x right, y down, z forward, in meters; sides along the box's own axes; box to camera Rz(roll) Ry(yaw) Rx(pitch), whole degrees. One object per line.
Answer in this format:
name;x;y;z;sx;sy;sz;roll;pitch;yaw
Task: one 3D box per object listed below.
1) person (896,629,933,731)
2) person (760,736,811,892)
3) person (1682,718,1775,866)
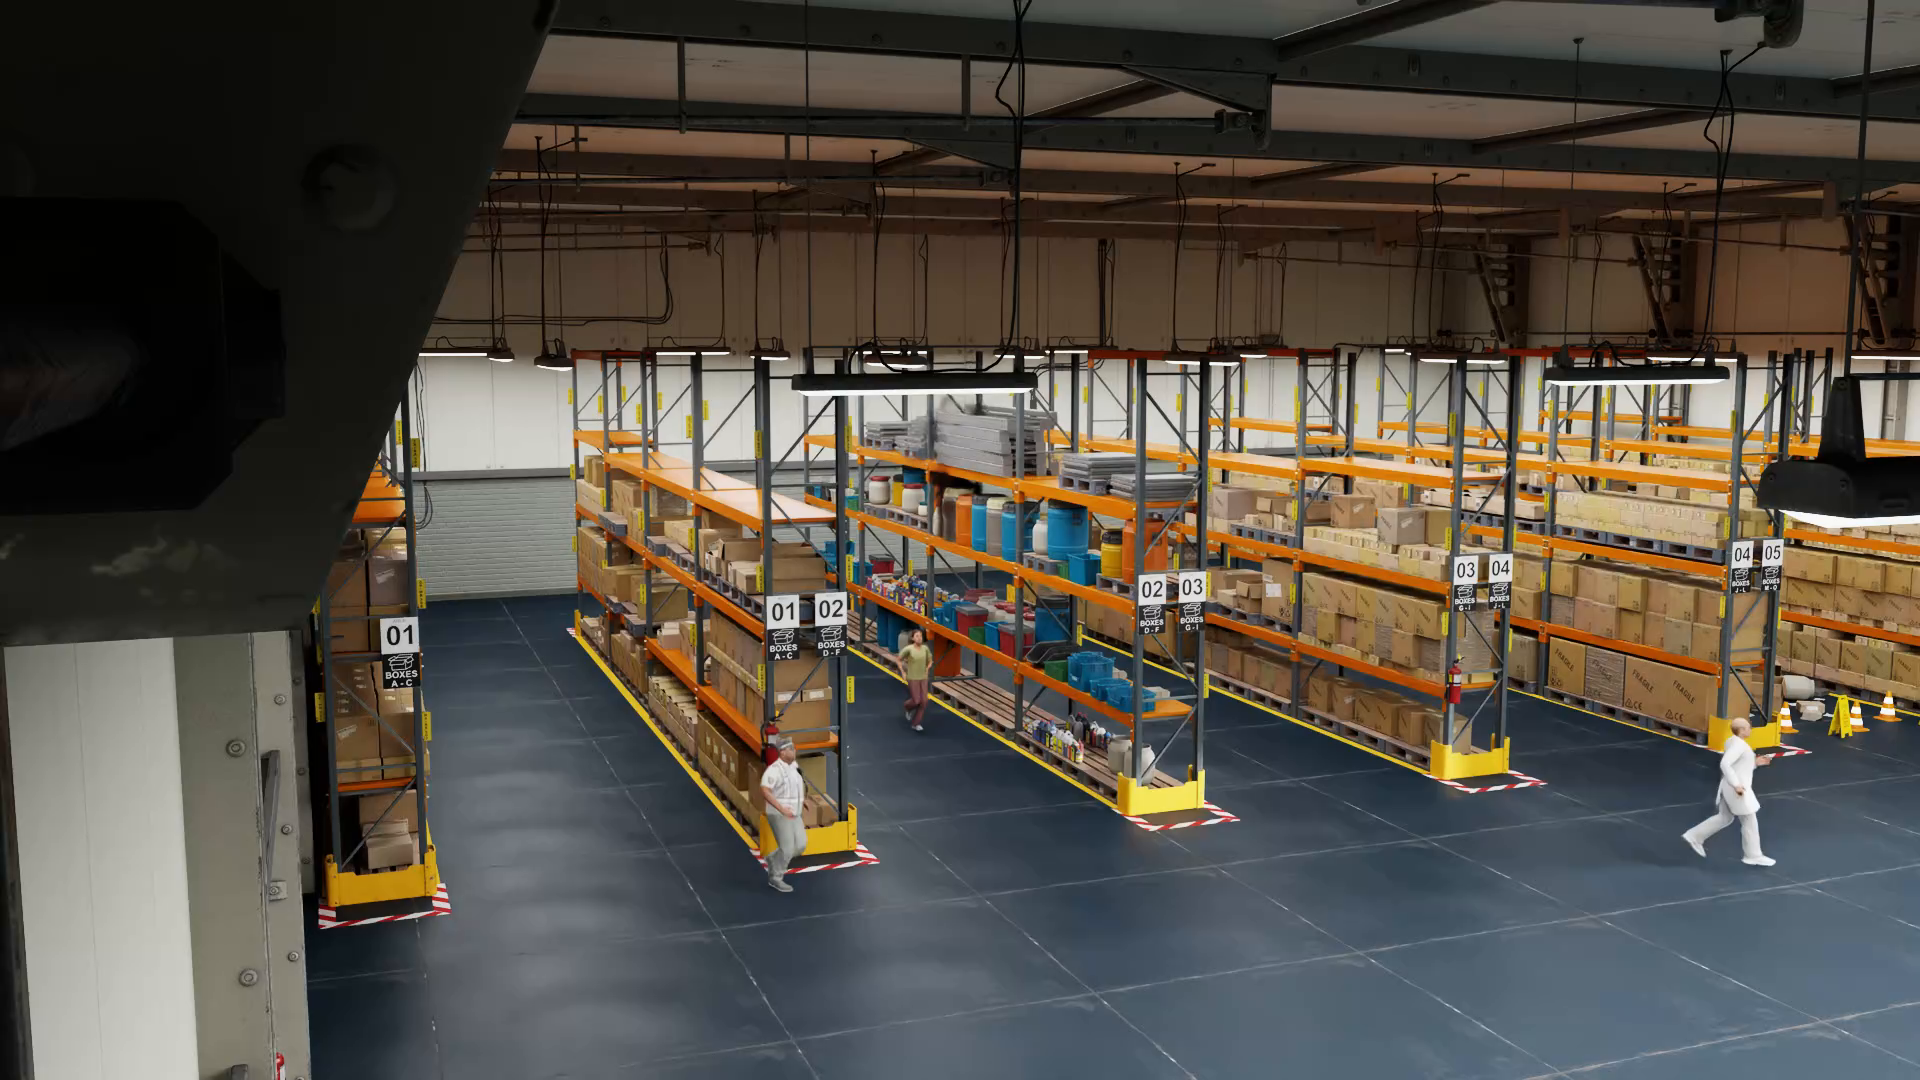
person;-0.695;2.225;26.604;0.592;1.624;0.557;-4;8;-26
person;-2.010;3.117;19.094;0.548;1.734;0.728;4;8;26
person;9.171;2.973;19.735;1.048;1.762;0.704;1;7;8
